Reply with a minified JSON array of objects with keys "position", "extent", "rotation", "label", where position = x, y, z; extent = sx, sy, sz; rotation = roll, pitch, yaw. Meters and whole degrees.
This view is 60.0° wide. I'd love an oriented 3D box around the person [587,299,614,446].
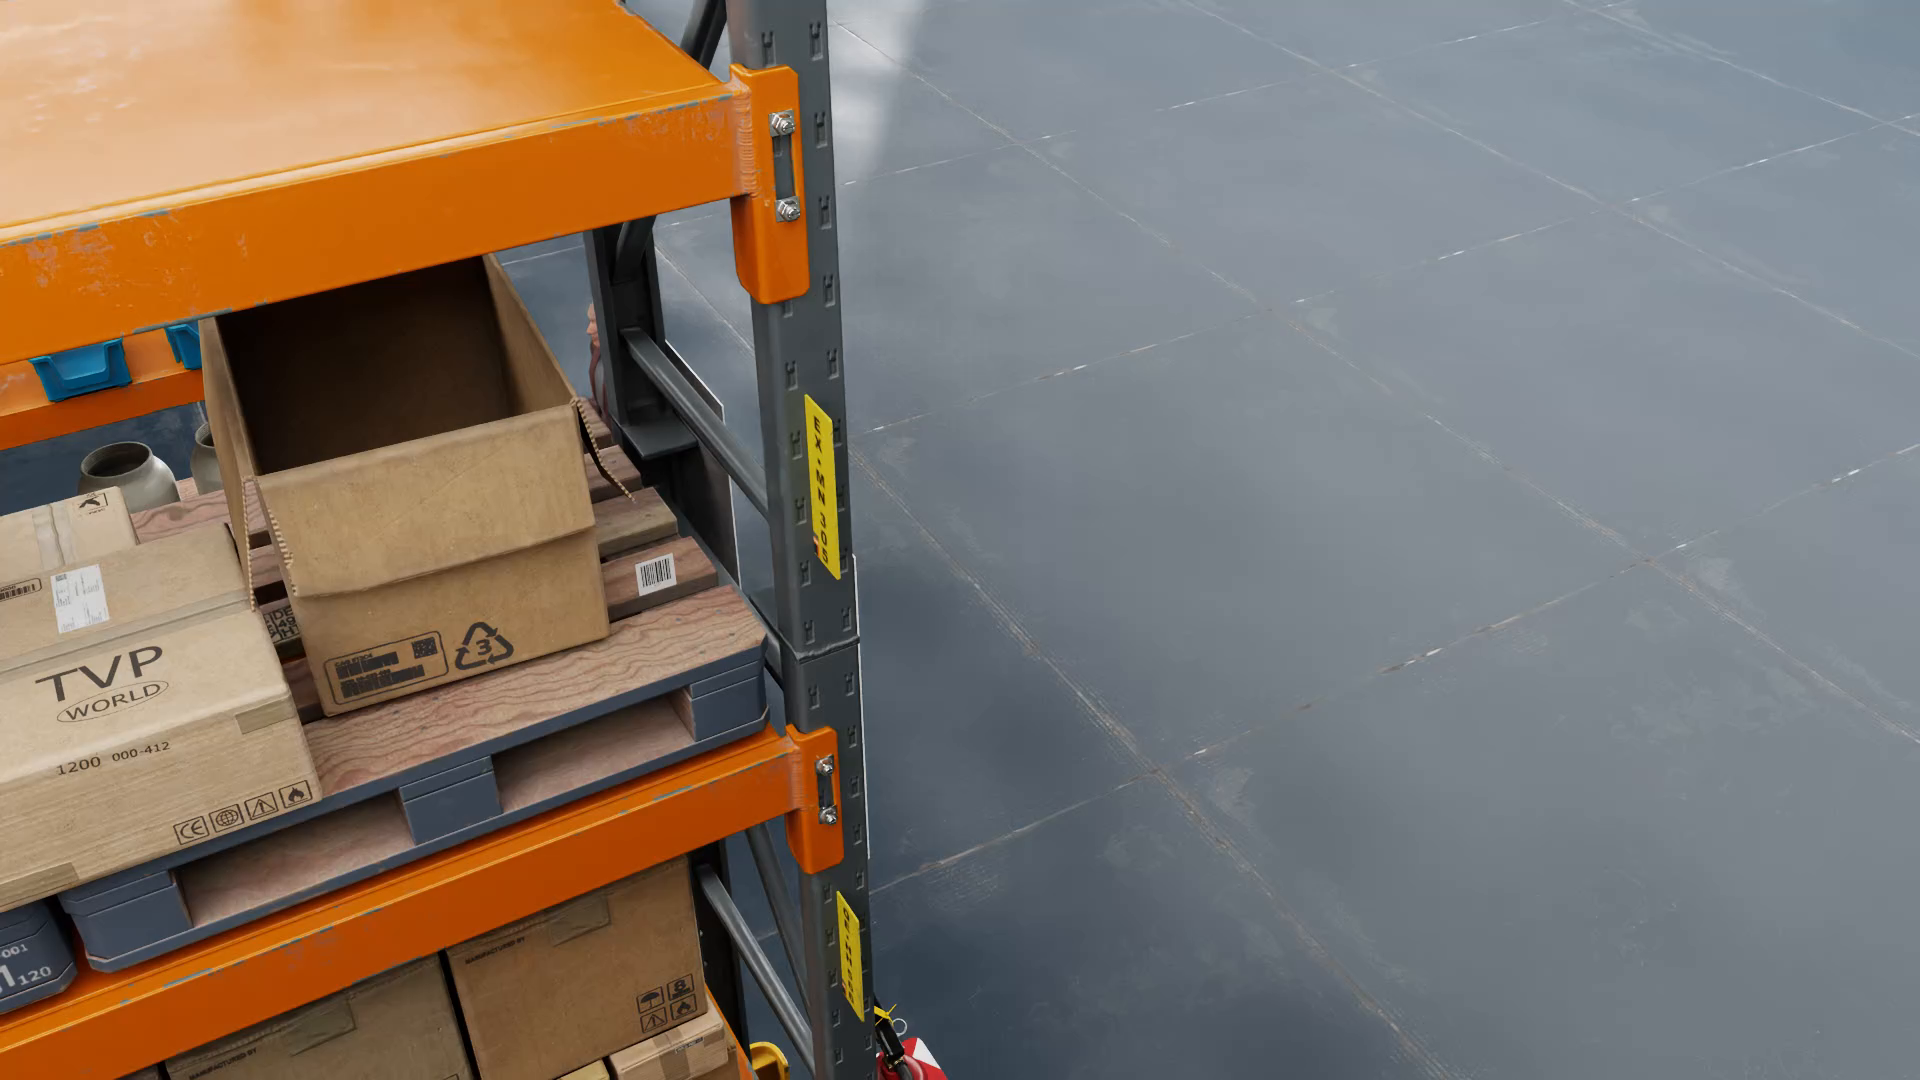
[{"position":[-1.501,-0.295,7.337],"extent":[0.479,1.782,0.572],"rotation":[-20,41,-24],"label":"person"}]
